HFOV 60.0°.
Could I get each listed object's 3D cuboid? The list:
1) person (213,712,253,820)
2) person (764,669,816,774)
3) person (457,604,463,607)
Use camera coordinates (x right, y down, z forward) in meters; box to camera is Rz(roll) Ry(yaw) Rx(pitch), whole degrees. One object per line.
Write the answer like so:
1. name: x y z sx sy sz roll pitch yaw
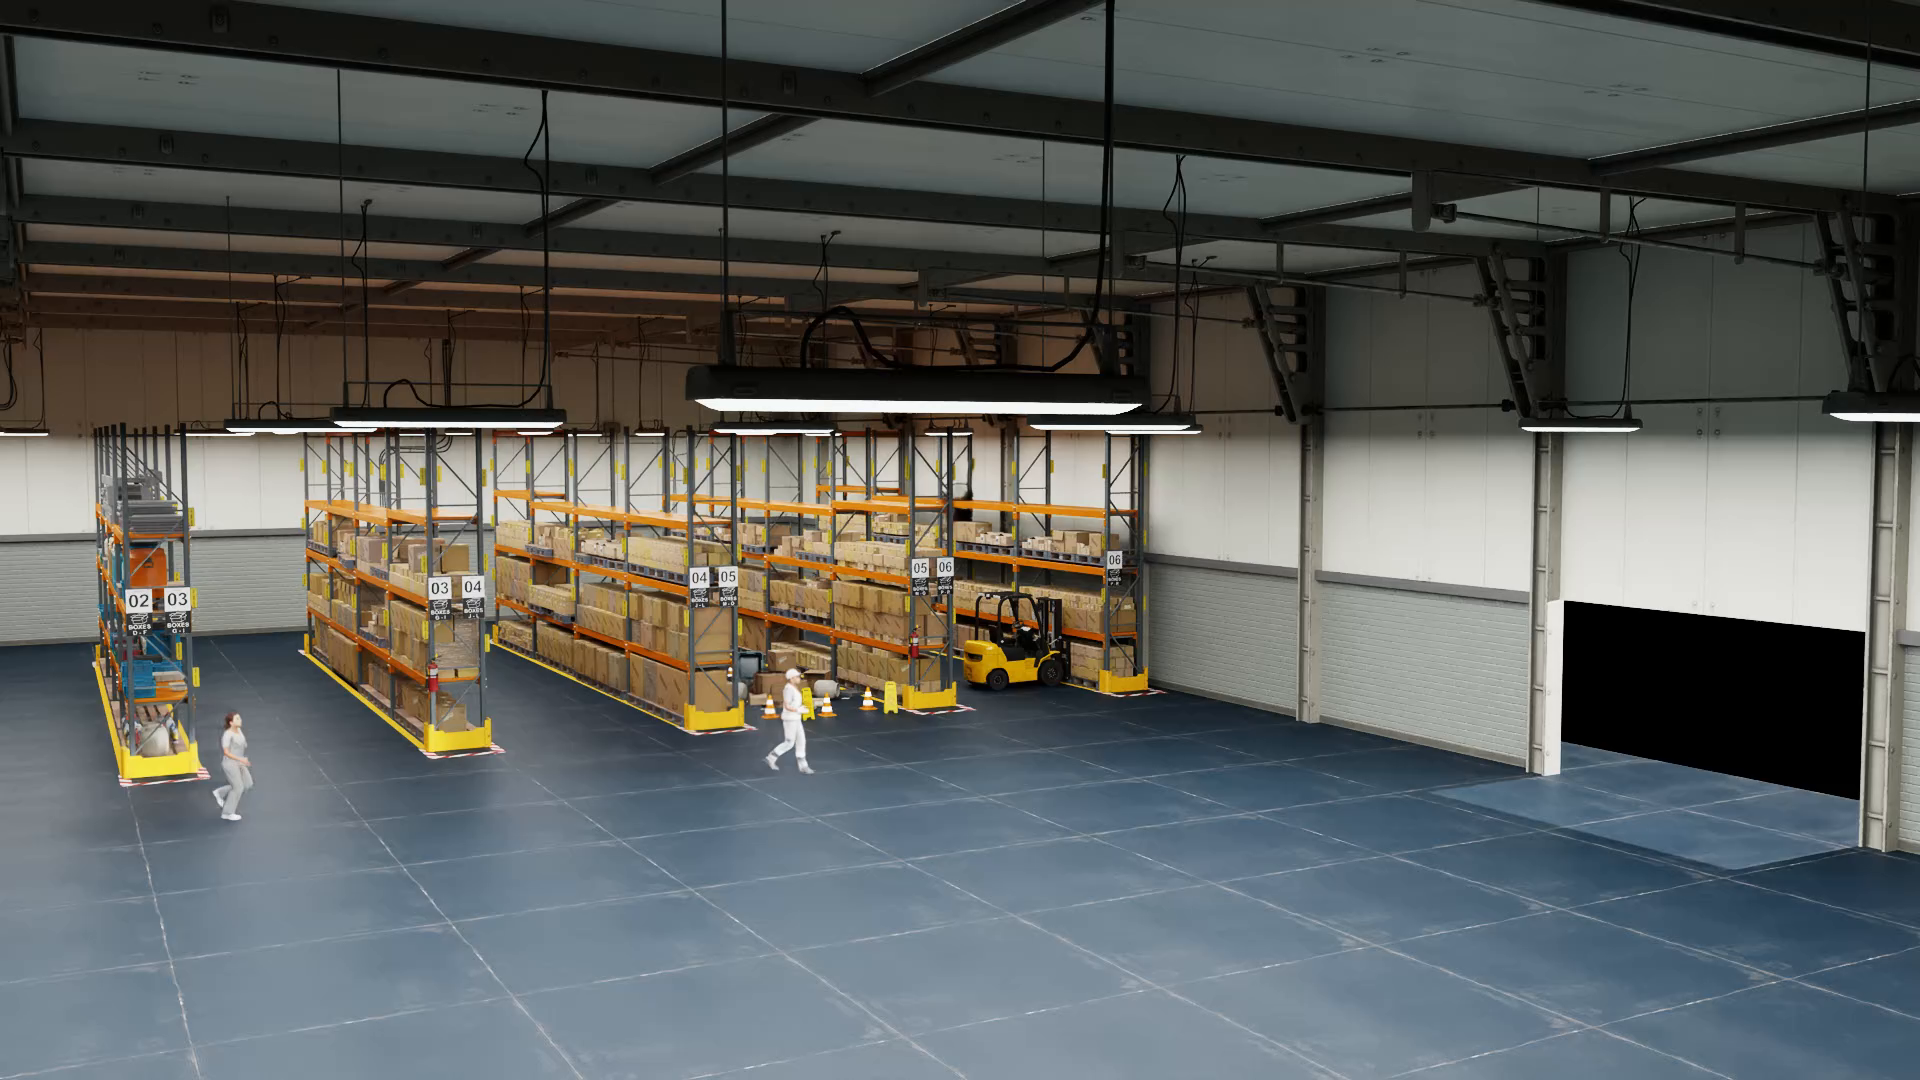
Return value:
1. person: -10.965 3.397 25.083 0.632 1.630 0.584 0 3 1
2. person: -2.904 3.102 28.442 0.872 1.801 0.685 0 3 6
3. person: -13.442 2.159 44.767 0.720 1.813 0.745 -2 4 -24
